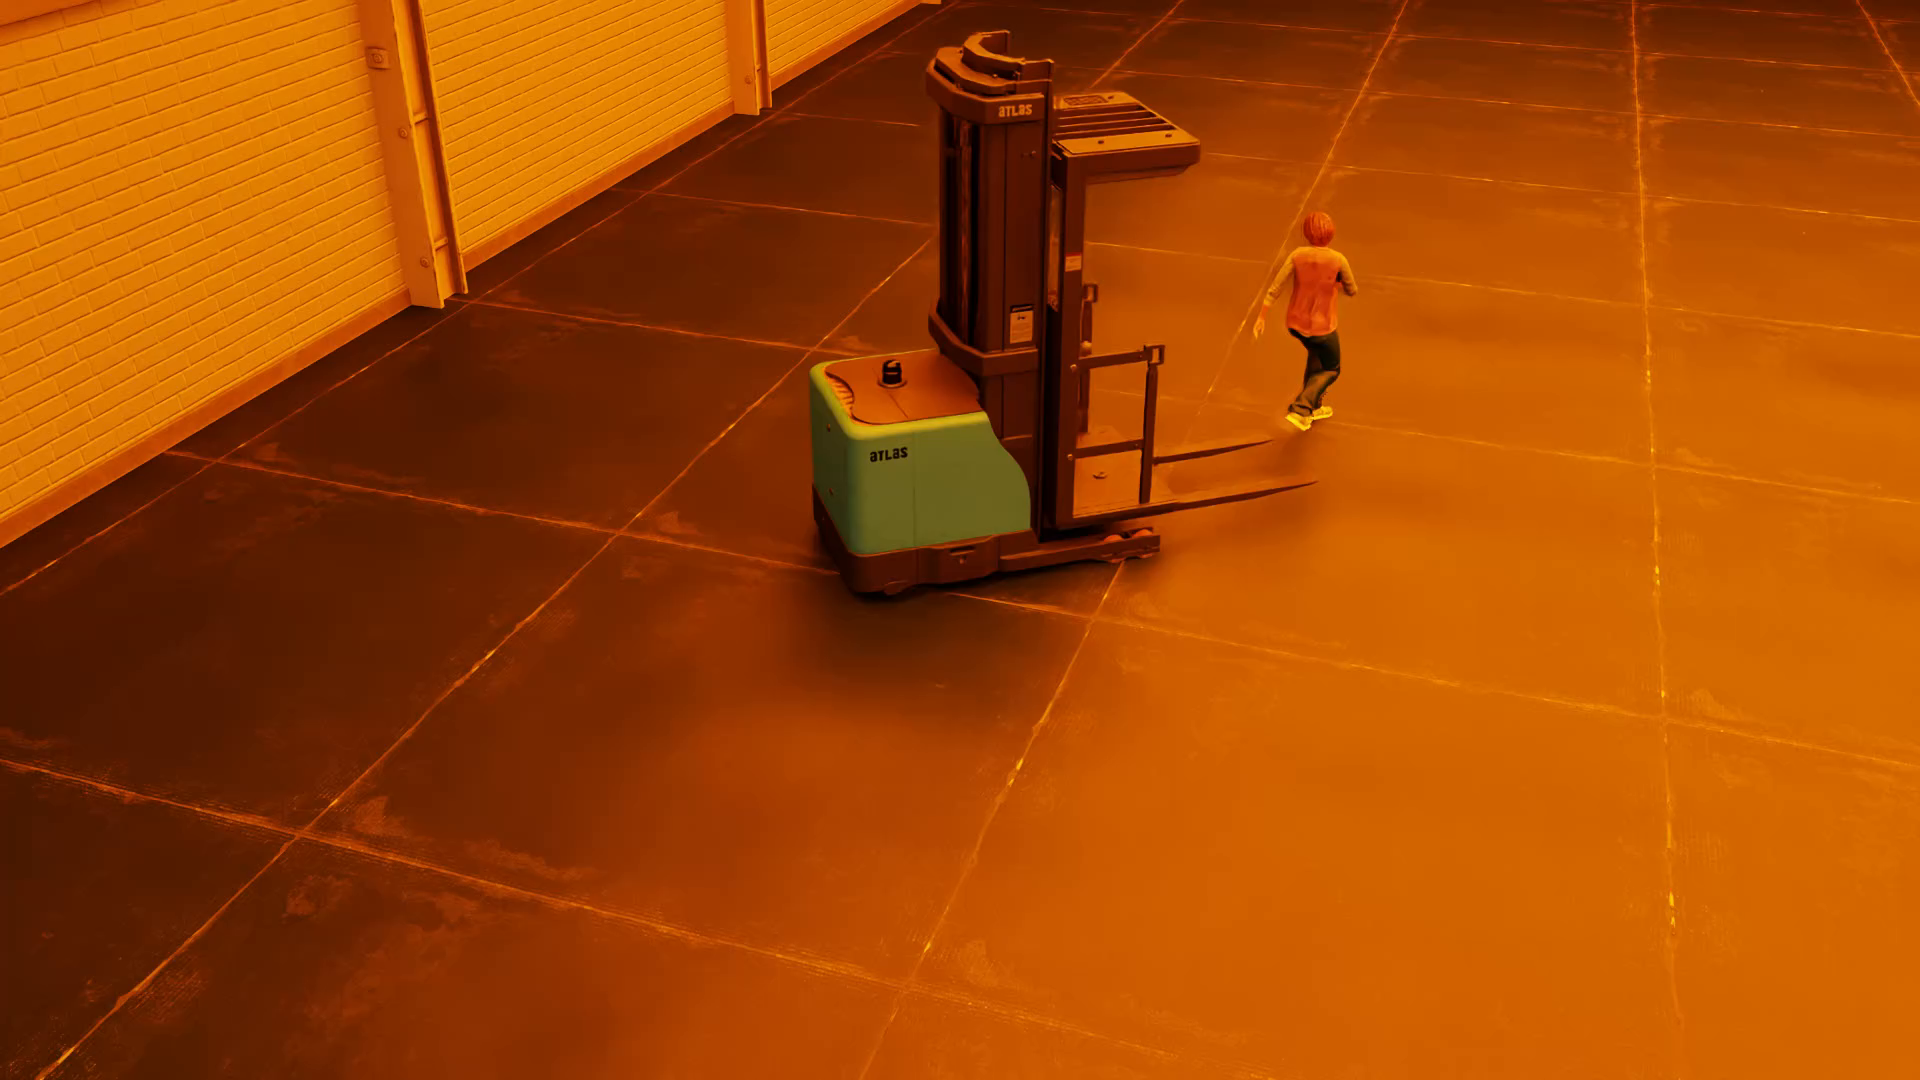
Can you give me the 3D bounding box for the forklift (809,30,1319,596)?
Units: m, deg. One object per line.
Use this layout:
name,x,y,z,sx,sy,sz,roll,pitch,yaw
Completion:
forklift,0.679,-1.375,9.549,3.031,2.935,1.130,-9,31,-15

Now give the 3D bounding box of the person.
person,2.339,-1.458,11.131,0.494,1.531,0.659,25,38,37
